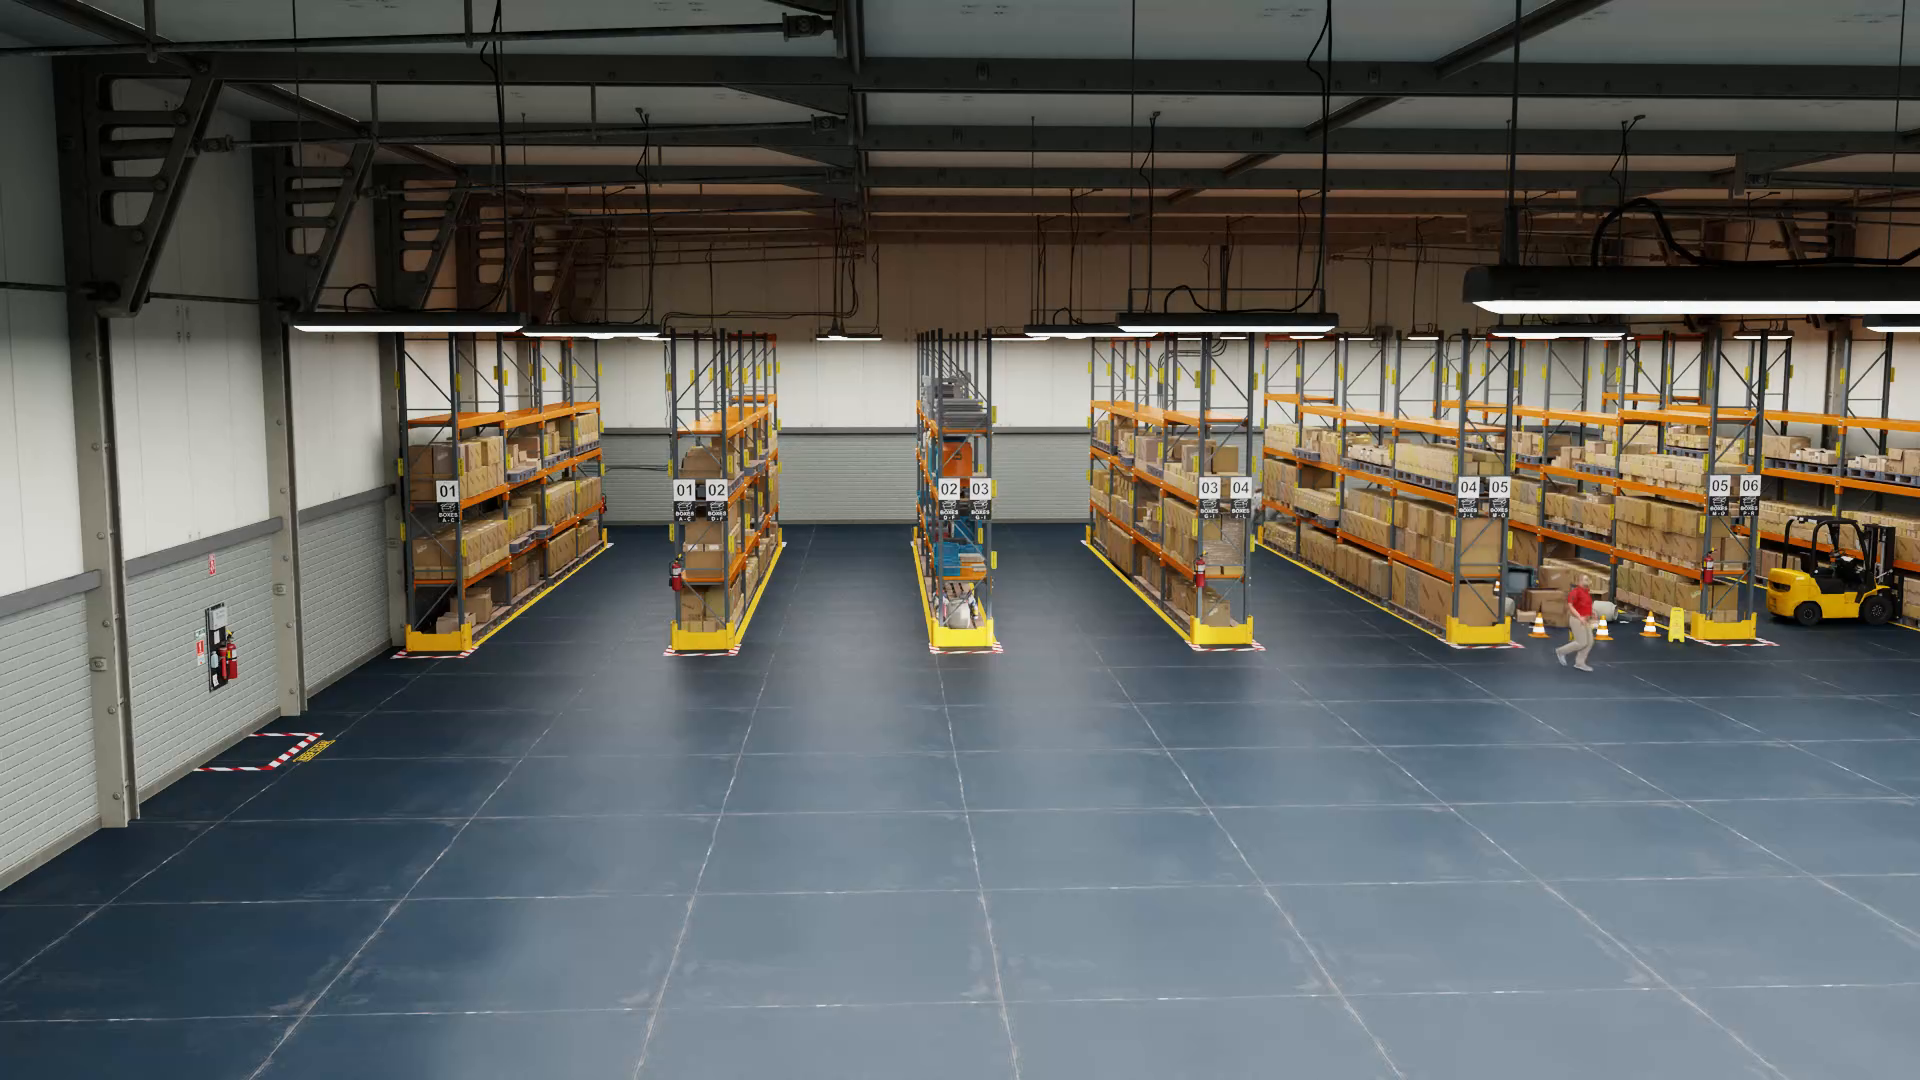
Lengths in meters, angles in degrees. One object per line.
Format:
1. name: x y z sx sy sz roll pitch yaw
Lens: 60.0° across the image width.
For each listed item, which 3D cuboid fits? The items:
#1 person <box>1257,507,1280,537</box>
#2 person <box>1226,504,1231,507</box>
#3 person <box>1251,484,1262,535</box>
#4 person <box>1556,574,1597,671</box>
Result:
1. person: 9.228 -0.903 48.997 0.931 1.712 0.715 0 7 -2
2. person: 7.500 -0.486 46.281 0.570 1.569 0.608 1 7 5
3. person: 8.778 -0.867 49.119 0.765 1.614 0.738 0 7 -3
4. person: 10.900 1.437 29.356 0.622 1.706 0.685 6 9 41
